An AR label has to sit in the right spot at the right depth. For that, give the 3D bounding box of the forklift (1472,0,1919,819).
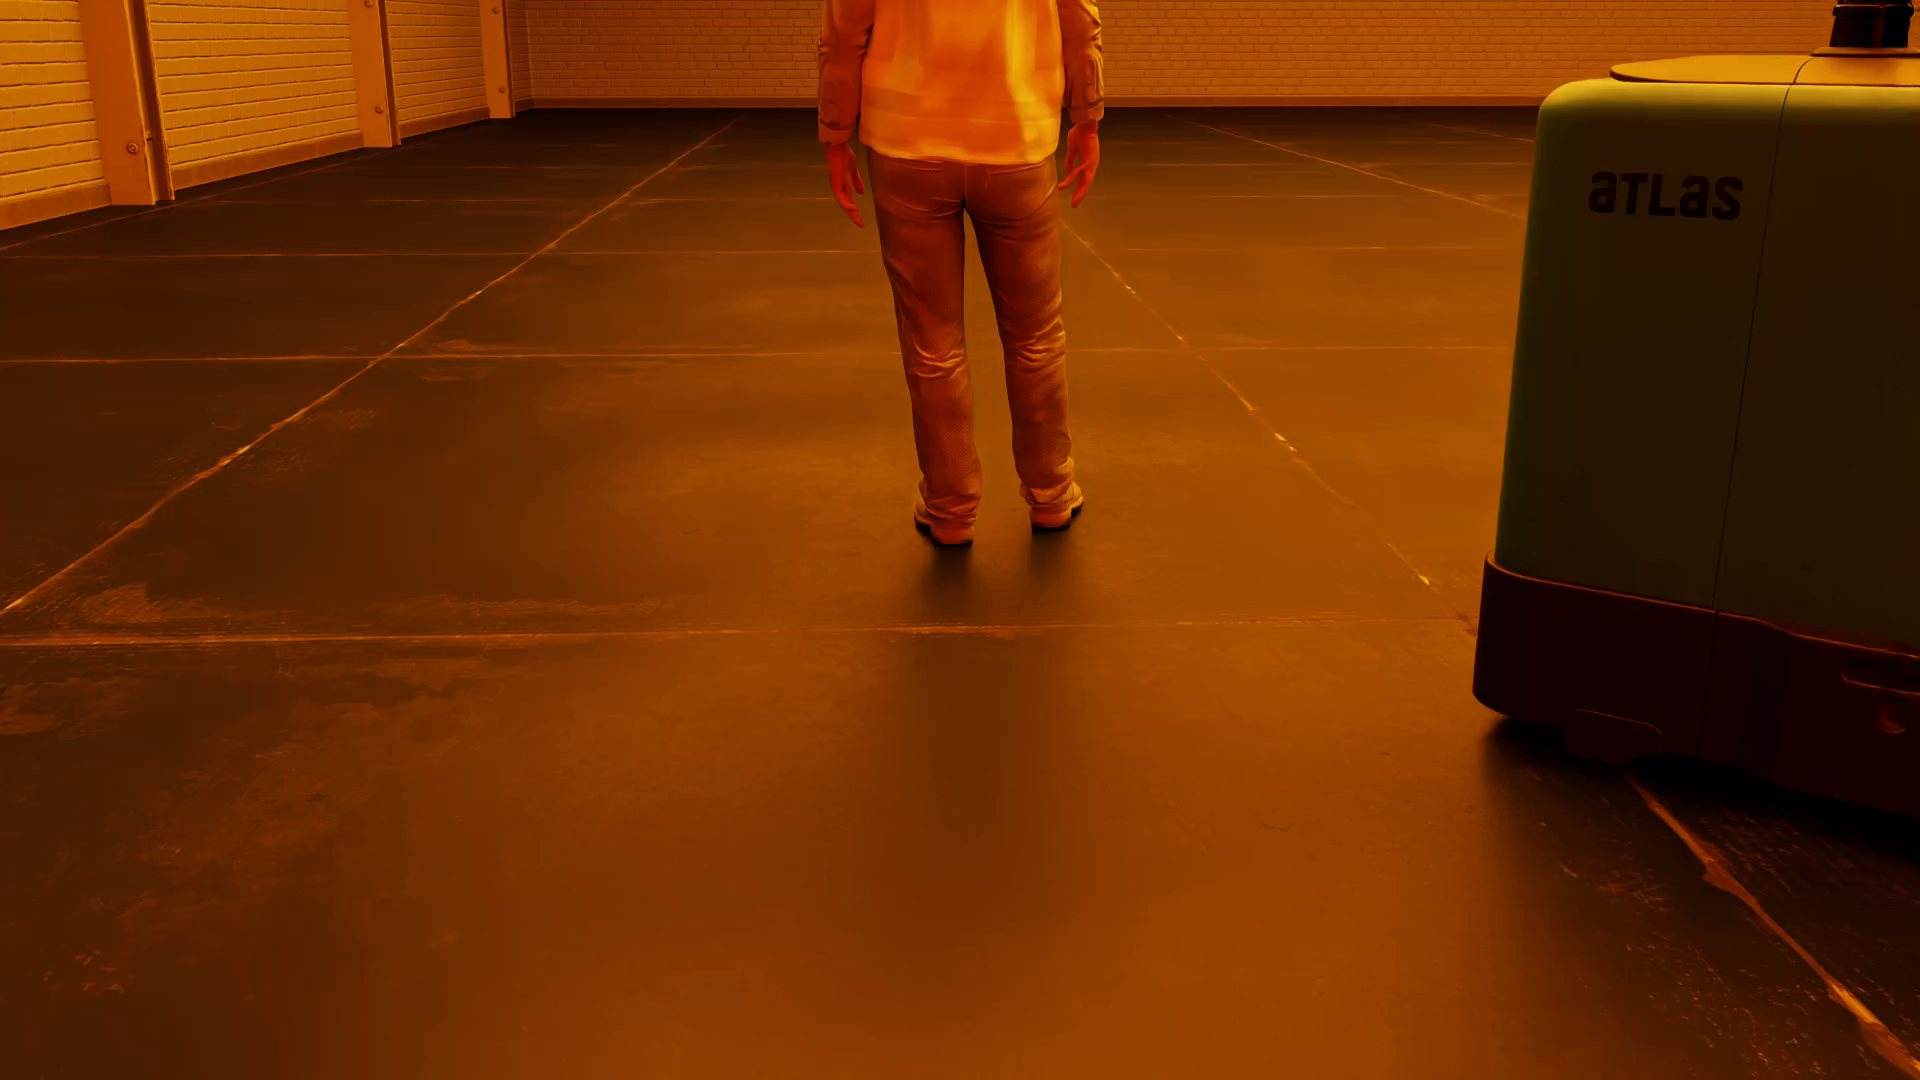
[{"bbox_3d":[2.368,-0.930,1.950,3.031,2.935,1.130,12,20,33],"label":"forklift"}]

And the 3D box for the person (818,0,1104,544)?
[{"bbox_3d":[0.004,-0.874,3.717,0.634,1.775,0.566,-1,17,-3],"label":"person"}]
